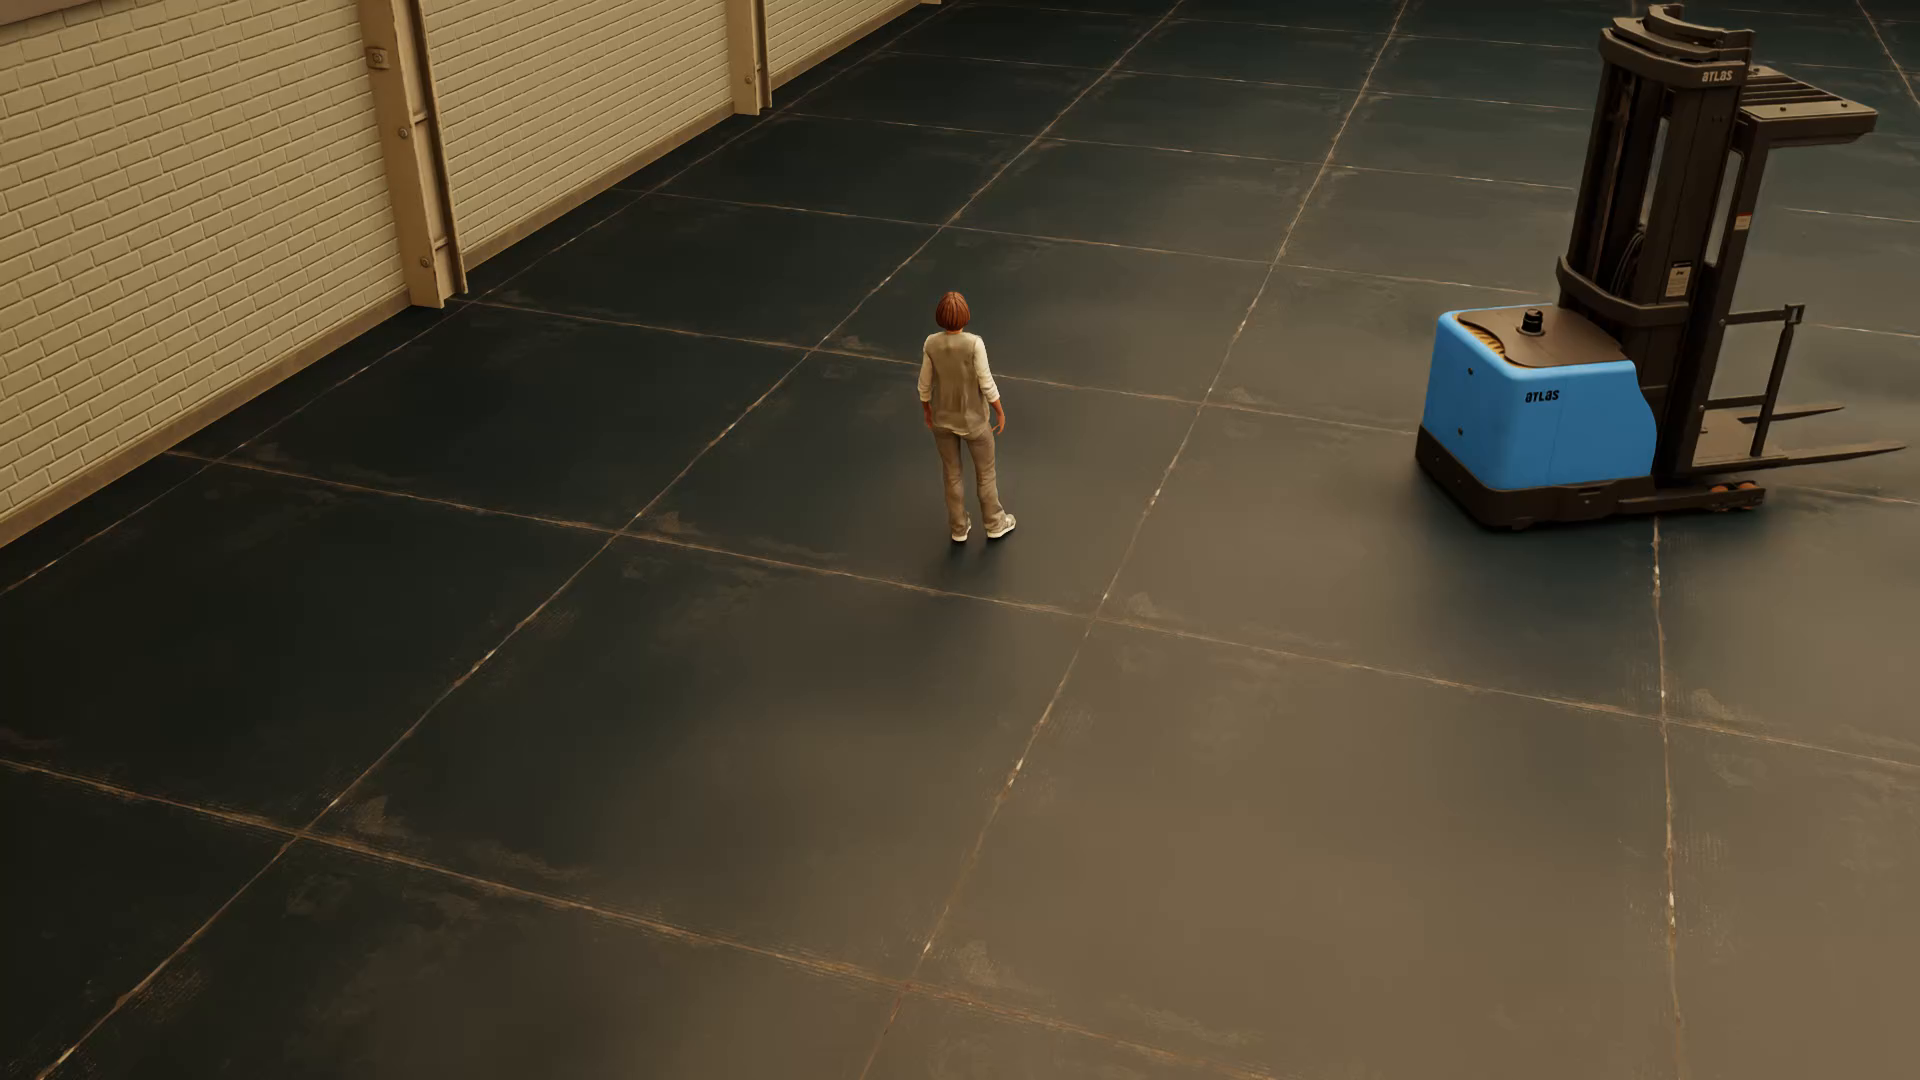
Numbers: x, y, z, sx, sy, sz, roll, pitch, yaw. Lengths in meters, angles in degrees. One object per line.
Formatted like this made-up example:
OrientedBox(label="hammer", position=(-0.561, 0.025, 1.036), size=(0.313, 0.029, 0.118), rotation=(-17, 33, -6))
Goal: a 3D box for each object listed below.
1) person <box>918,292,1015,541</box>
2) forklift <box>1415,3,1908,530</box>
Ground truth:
OrientedBox(label="person", position=(0.037, -0.726, 9.757), size=(0.520, 1.582, 0.475), rotation=(10, 31, 16))
OrientedBox(label="forklift", position=(4.555, -1.692, 10.105), size=(3.031, 2.935, 1.130), rotation=(-6, 30, -10))
